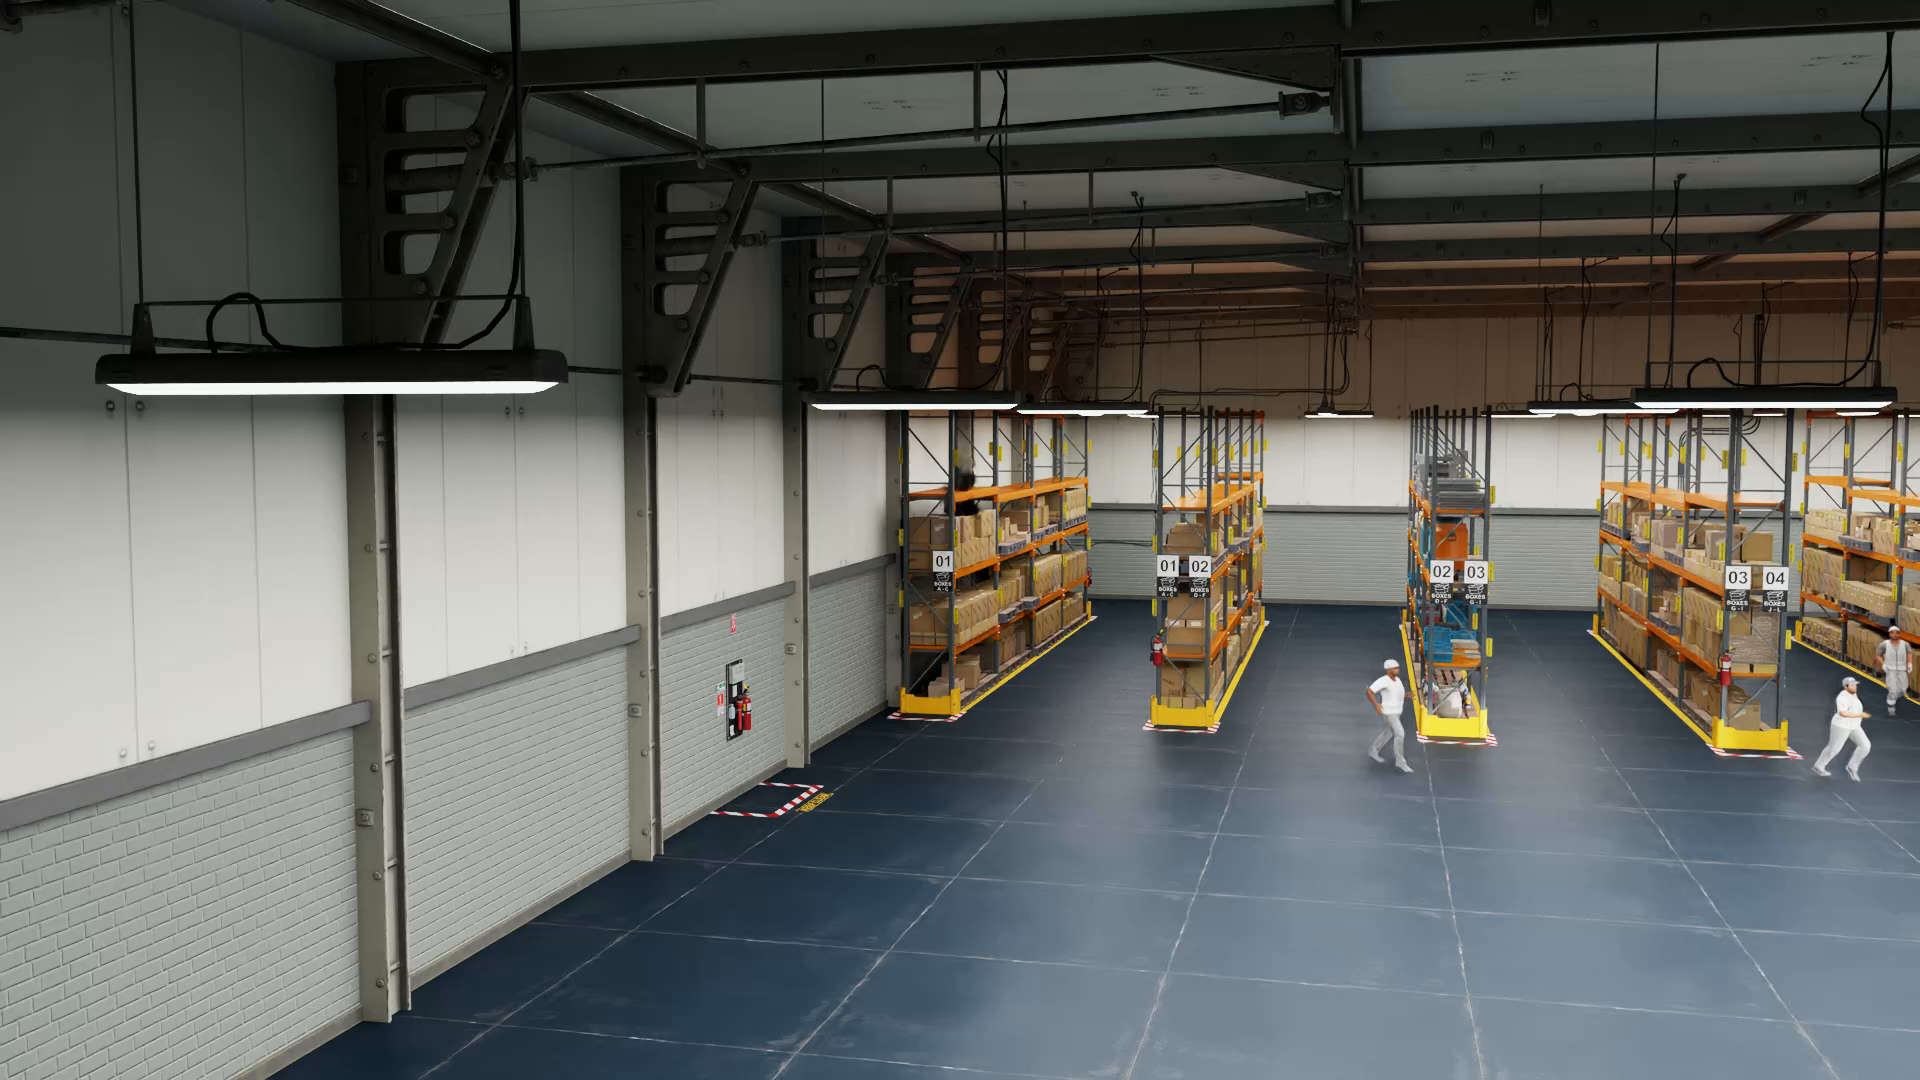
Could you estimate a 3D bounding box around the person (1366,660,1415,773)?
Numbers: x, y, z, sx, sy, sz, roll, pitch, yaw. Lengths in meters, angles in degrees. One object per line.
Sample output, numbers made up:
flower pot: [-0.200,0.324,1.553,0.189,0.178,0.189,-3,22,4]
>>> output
person: [7.091,2.865,27.341,0.868,1.809,0.685,3,5,39]

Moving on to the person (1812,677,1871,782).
person: [14.081,3.001,26.443,0.613,1.684,0.856,-3,5,-32]

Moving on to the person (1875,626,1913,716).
person: [18.130,2.542,32.249,0.661,1.745,0.541,1,4,16]

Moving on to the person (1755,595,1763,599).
person: [20.374,1.872,42.508,0.615,1.657,0.829,1,4,16]
